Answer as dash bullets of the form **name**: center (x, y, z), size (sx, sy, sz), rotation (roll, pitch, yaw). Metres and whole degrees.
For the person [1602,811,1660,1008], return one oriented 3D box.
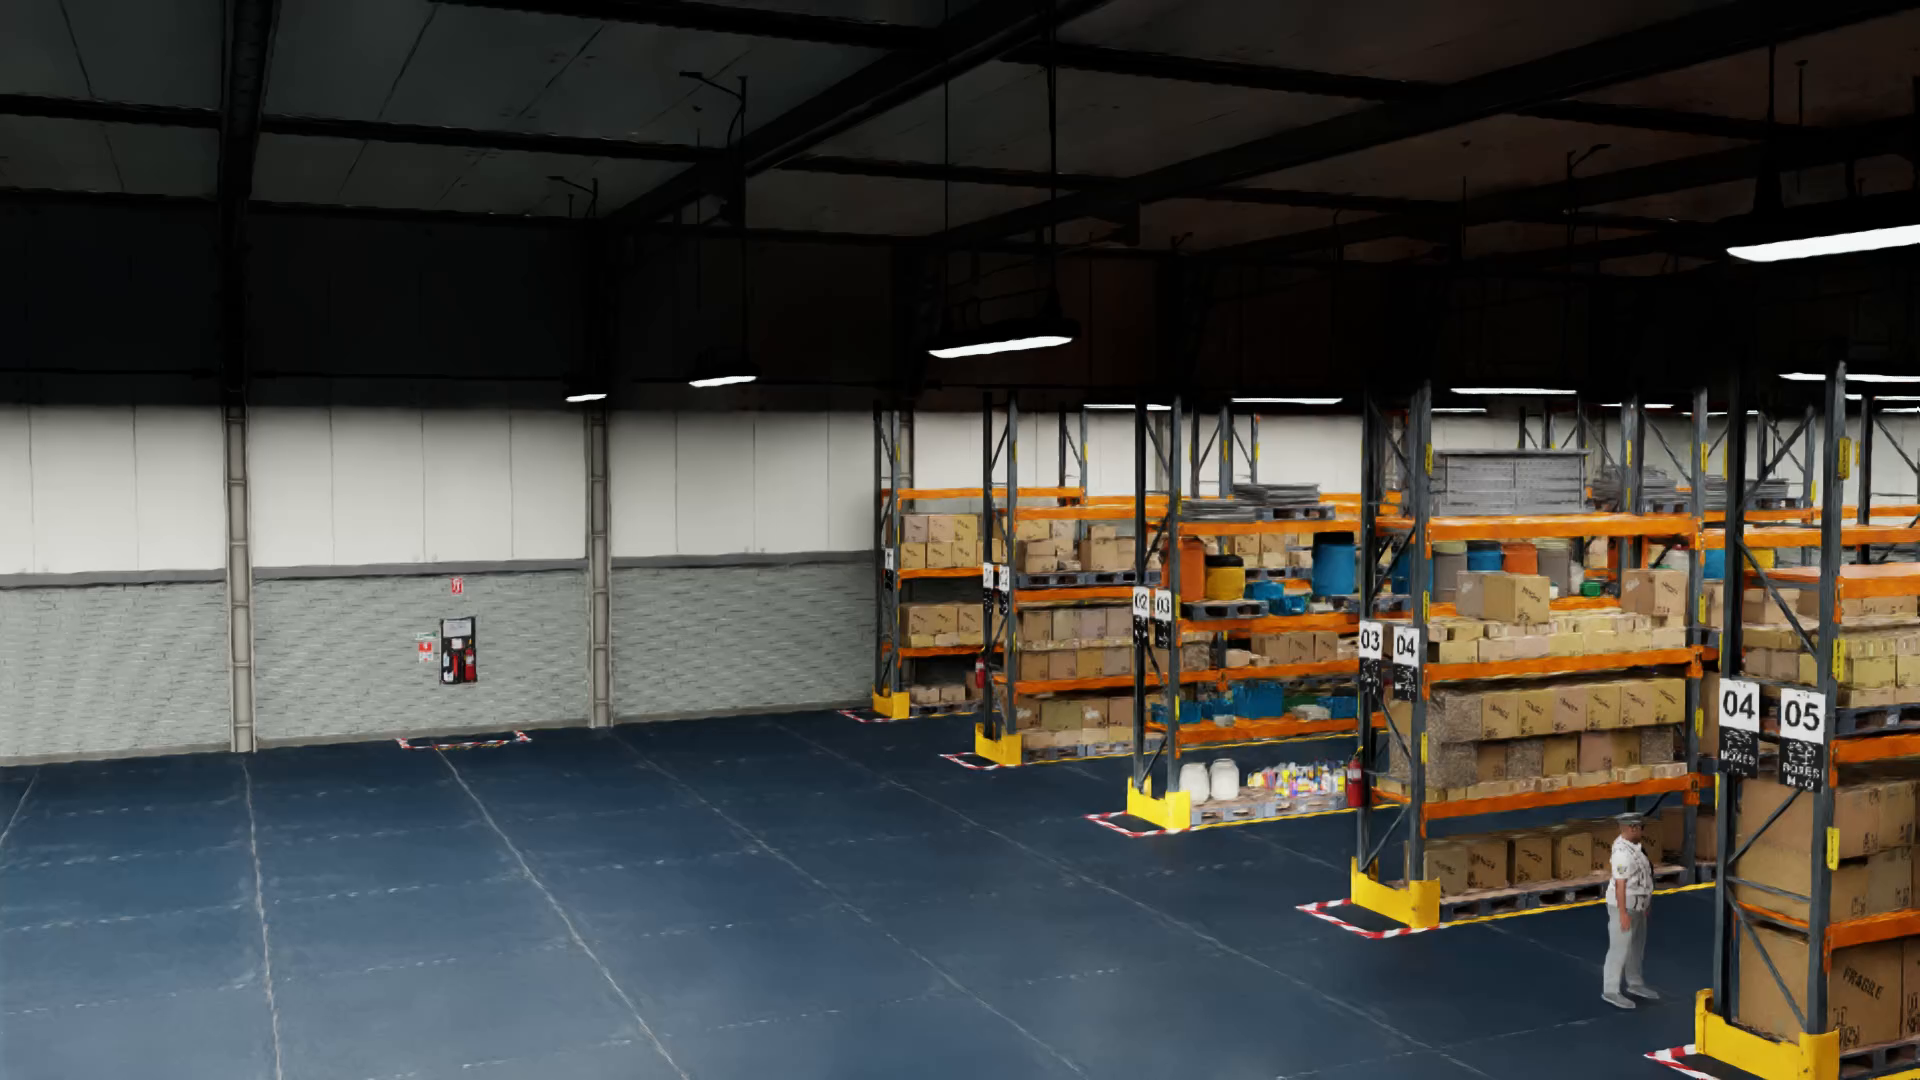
- **person**: center (6.201, 3.381, 15.336), size (0.476, 1.758, 0.593), rotation (2, 4, 34)

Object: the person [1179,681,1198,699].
- **person**: center (4.312, 2.457, 32.210), size (1.028, 1.652, 0.536), rotation (-2, 4, -33)
